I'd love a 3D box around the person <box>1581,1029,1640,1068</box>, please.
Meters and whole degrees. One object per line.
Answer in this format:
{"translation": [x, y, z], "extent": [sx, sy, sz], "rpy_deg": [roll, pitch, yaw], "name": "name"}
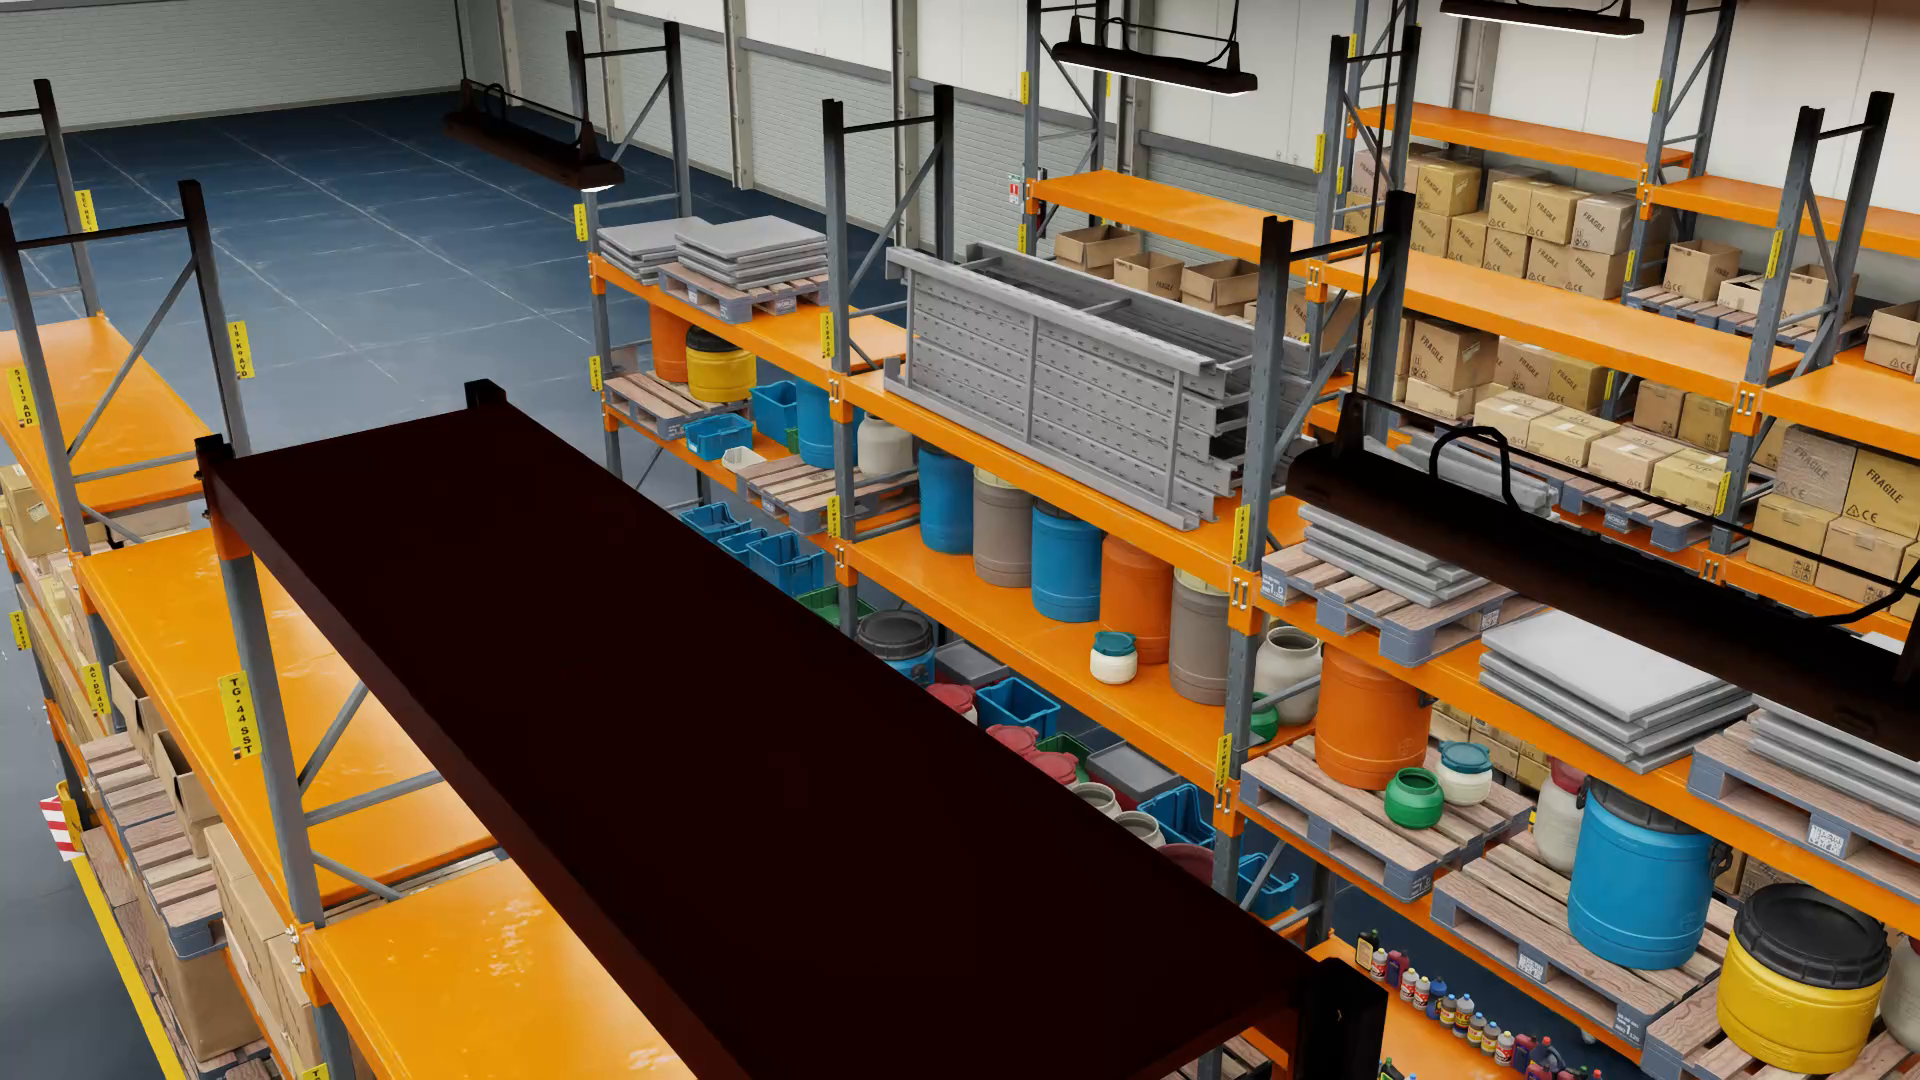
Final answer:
{"translation": [4.554, 2.698, 11.051], "extent": [0.565, 1.774, 0.487], "rpy_deg": [-1, 25, -1], "name": "person"}
